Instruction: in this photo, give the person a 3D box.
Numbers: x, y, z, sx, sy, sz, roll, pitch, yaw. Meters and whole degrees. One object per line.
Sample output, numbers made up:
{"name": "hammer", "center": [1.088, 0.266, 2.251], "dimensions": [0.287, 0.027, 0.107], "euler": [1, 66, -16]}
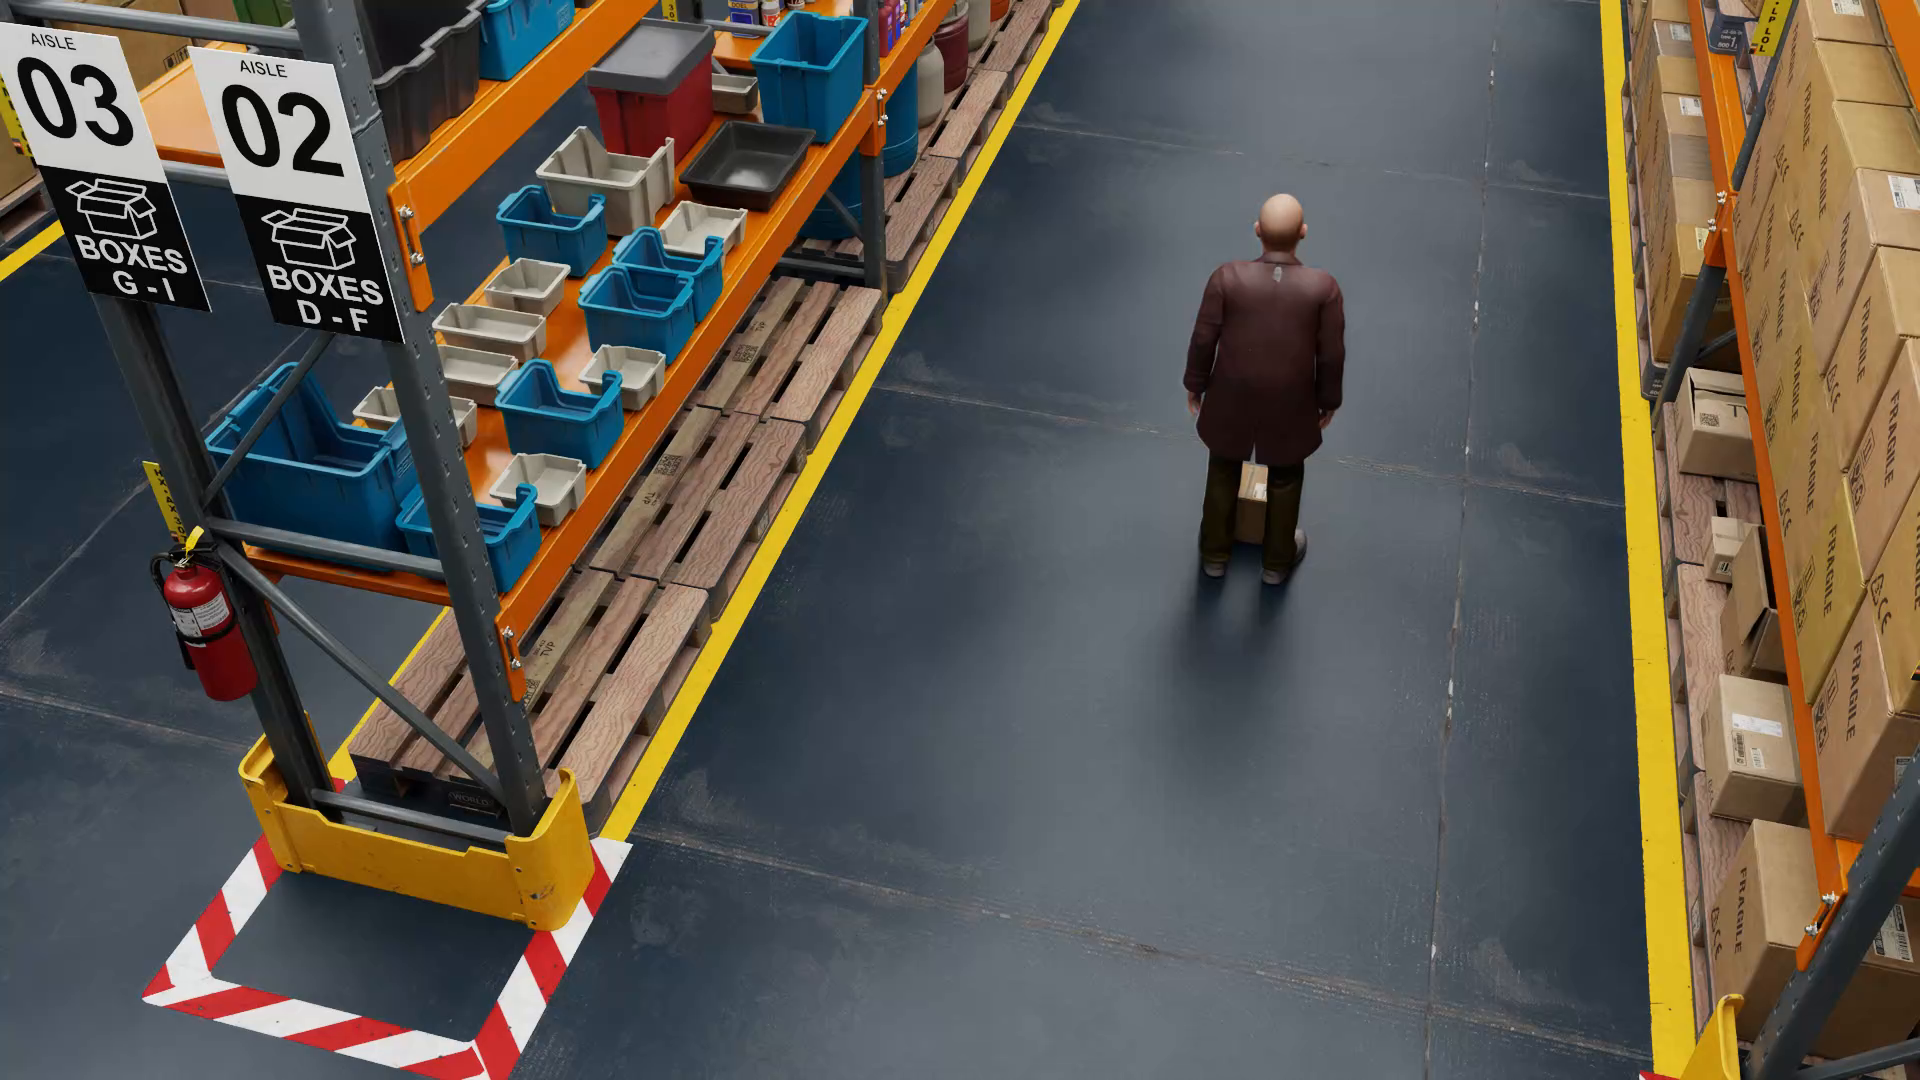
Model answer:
{"name": "person", "center": [1.244, -0.591, 6.862], "dimensions": [0.652, 1.774, 0.417], "euler": [9, 41, 11]}
